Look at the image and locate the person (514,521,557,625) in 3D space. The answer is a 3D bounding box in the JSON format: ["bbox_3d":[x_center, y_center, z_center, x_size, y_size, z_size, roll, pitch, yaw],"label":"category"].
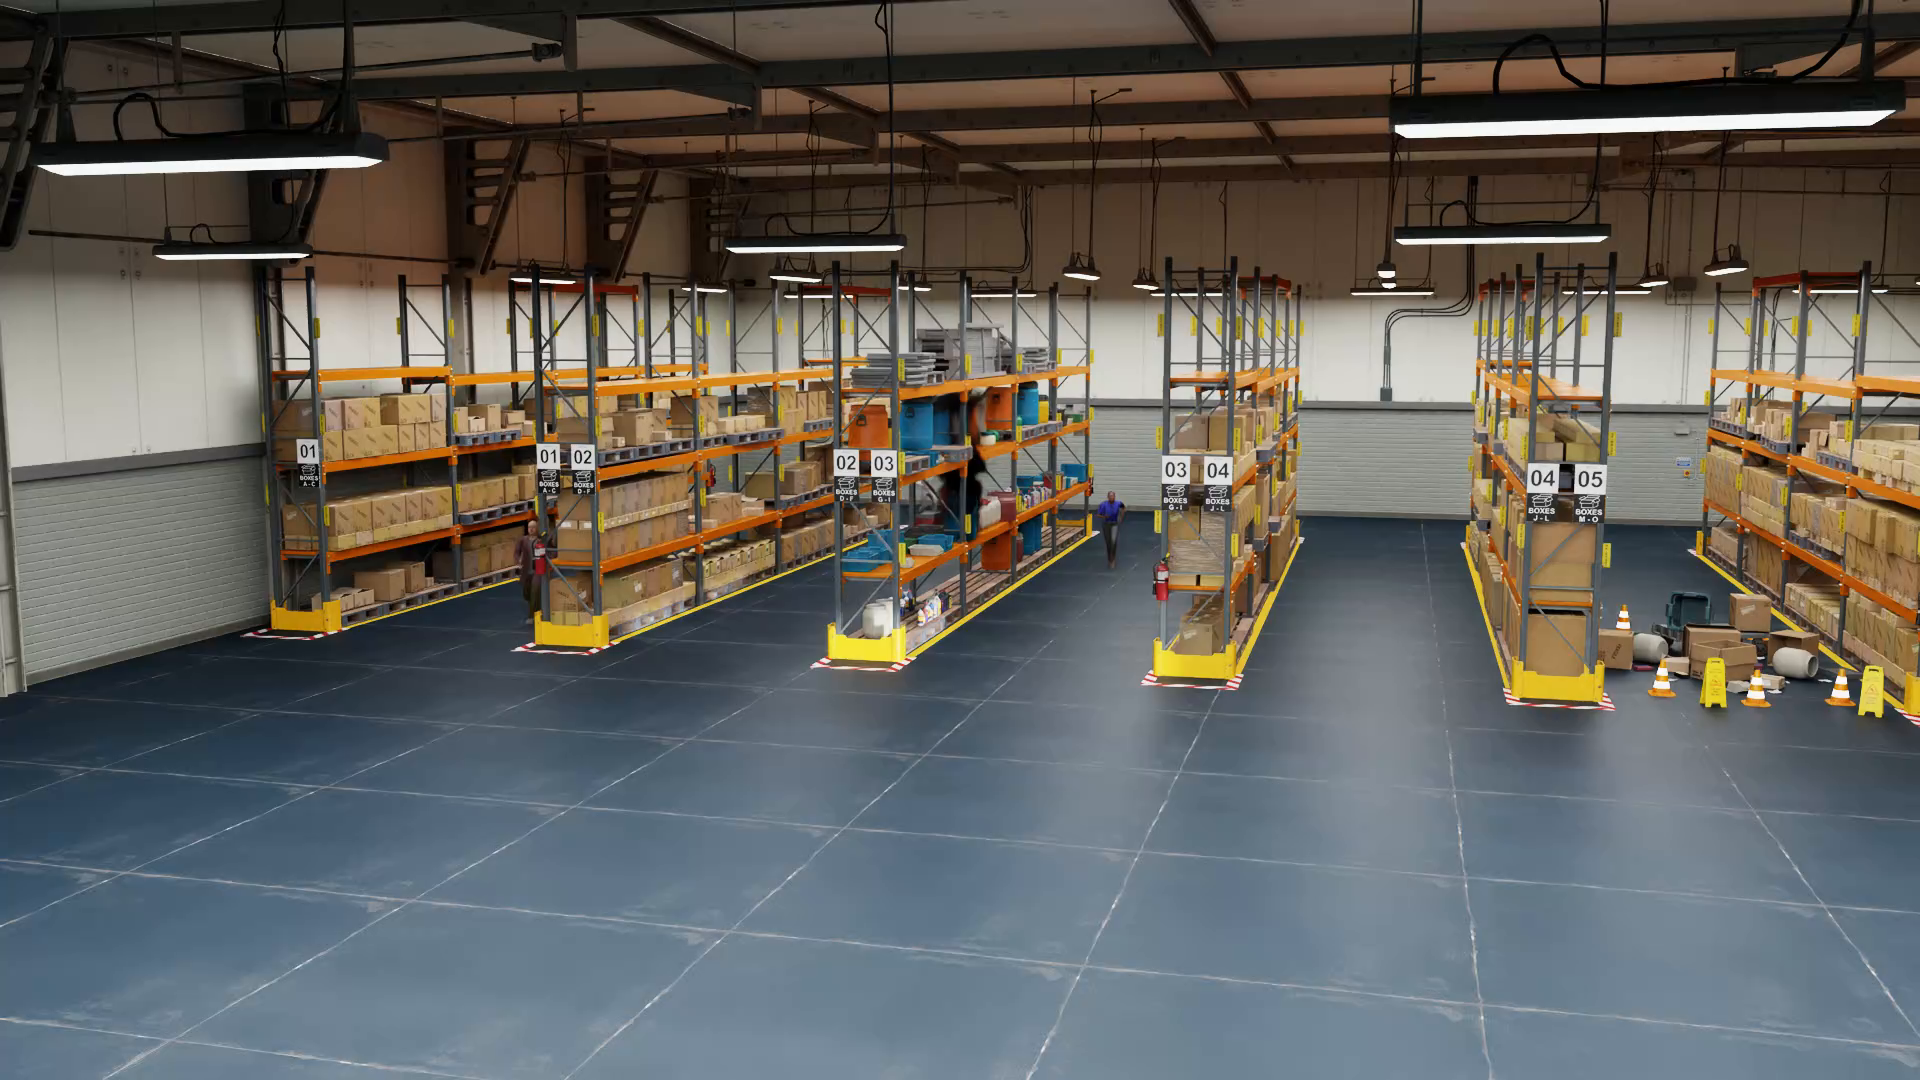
[{"bbox_3d":[-7.248,0.539,28.365,0.712,1.745,0.835,0,7,4],"label":"person"}]

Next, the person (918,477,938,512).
[{"bbox_3d":[-0.855,-1.193,42.663,0.543,1.623,0.735,-5,9,-36],"label":"person"}]

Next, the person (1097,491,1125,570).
[{"bbox_3d":[3.184,-0.234,35.066,0.577,1.666,0.953,1,7,10],"label":"person"}]
